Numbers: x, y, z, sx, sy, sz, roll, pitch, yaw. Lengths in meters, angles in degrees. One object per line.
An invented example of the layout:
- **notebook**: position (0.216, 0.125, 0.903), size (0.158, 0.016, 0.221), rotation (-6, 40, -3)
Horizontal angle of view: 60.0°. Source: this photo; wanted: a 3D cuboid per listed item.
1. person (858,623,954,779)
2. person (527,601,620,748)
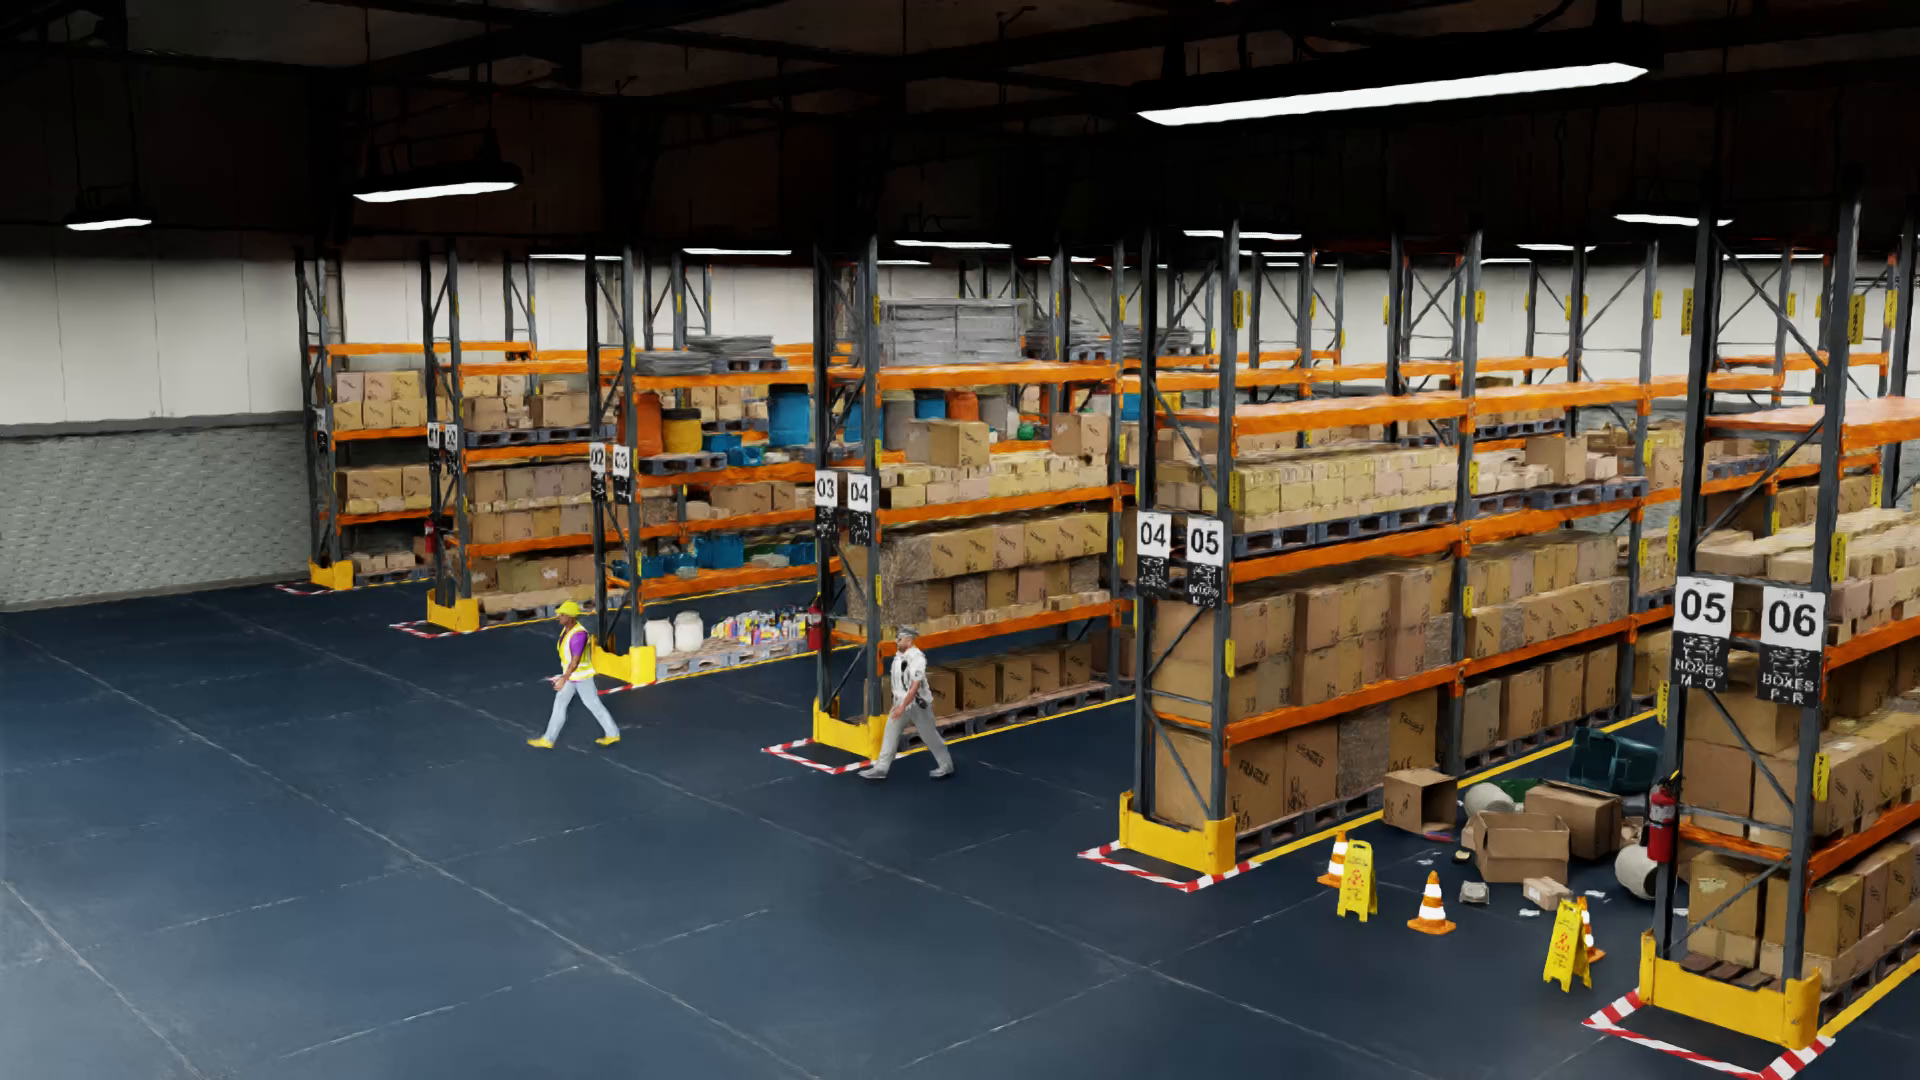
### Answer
- **person**: position (-0.548, 1.718, 17.730), size (1.040, 1.706, 0.534), rotation (-6, 10, -34)
- **person**: position (-4.418, 1.539, 19.004), size (1.041, 1.708, 0.570), rotation (-6, 10, -34)
